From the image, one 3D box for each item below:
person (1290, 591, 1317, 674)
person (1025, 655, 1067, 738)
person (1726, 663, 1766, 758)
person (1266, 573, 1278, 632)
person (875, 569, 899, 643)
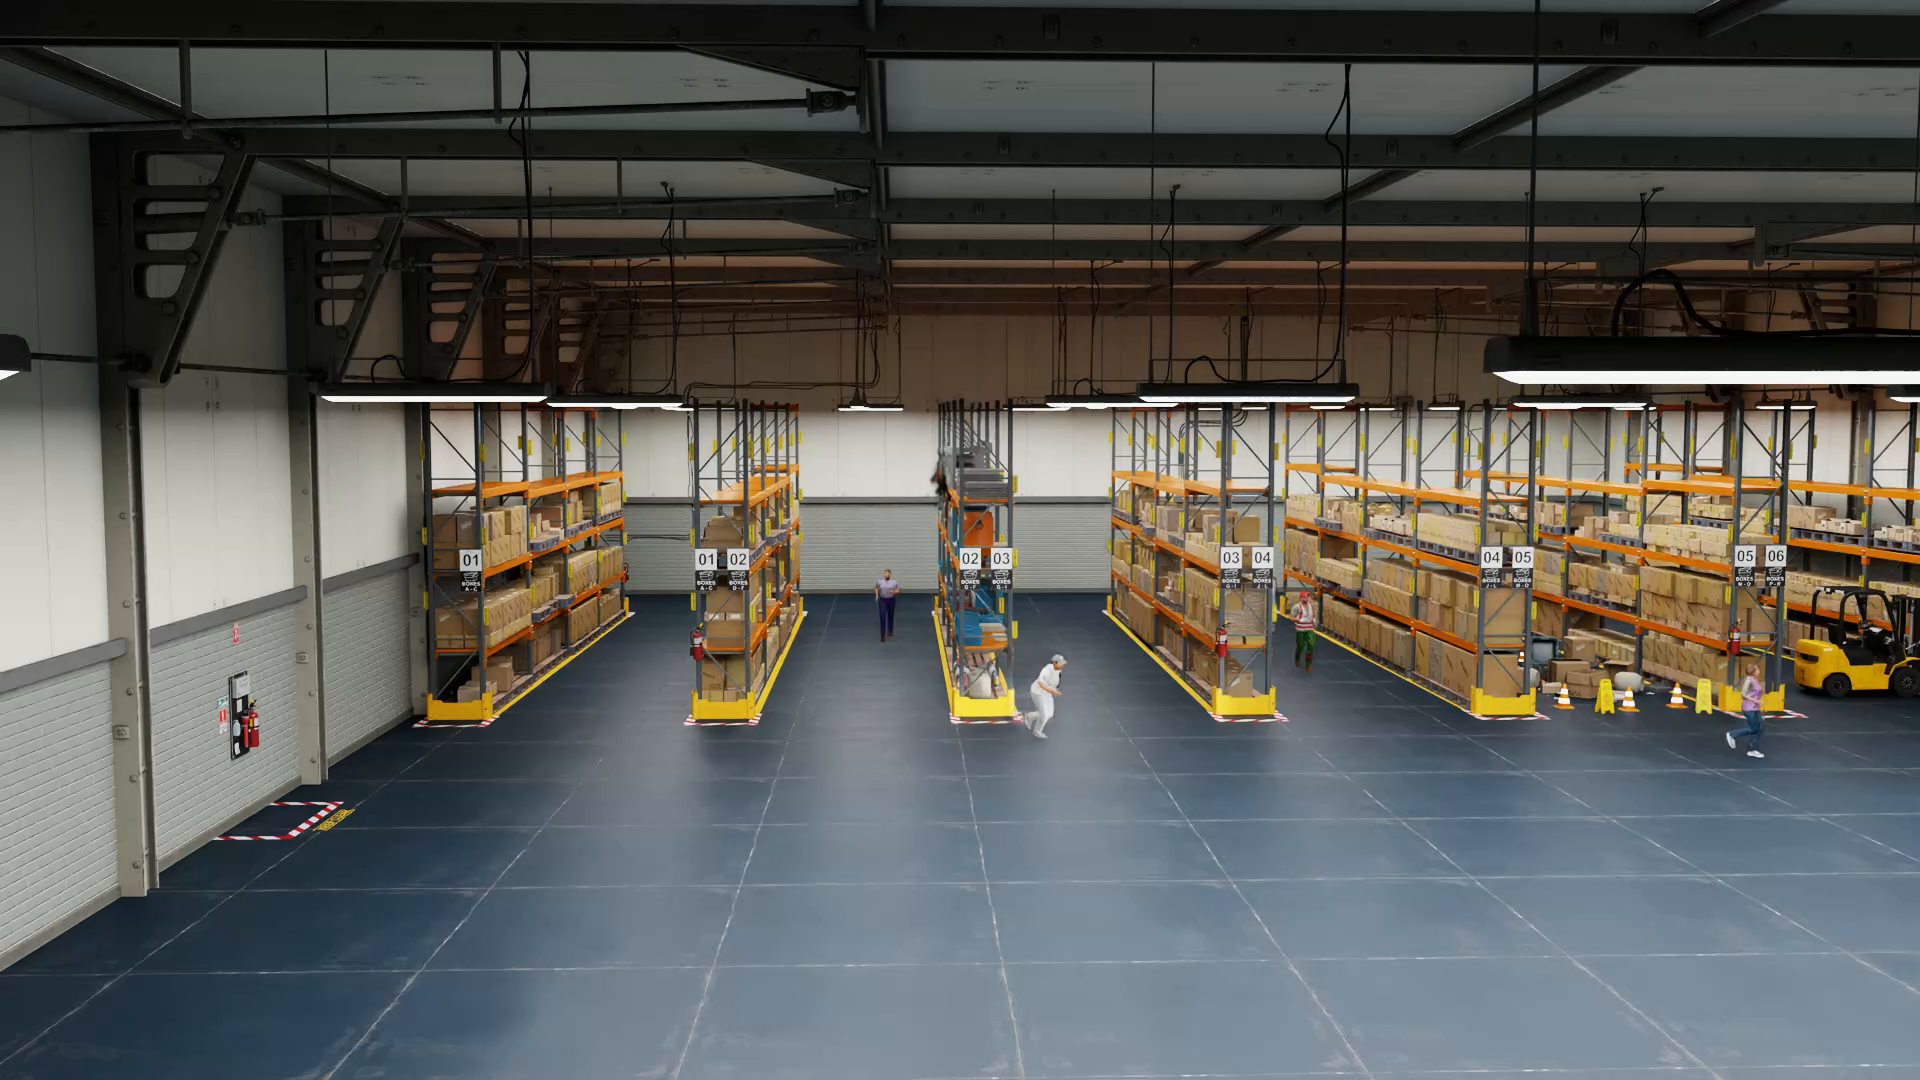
[{"bbox_3d":[7.621,2.048,36.938,0.680,1.867,0.849,-1,4,-12],"label":"person"},{"bbox_3d":[1.526,2.755,29.449,0.867,1.517,0.615,3,5,35],"label":"person"},{"bbox_3d":[13.186,2.833,27.811,0.625,1.559,0.542,4,6,43],"label":"person"},{"bbox_3d":[8.110,1.504,43.879,0.642,1.840,0.762,-1,4,-7],"label":"person"},{"bbox_3d":[-1.759,1.666,40.237,0.582,1.551,0.717,0,4,-5],"label":"person"}]
